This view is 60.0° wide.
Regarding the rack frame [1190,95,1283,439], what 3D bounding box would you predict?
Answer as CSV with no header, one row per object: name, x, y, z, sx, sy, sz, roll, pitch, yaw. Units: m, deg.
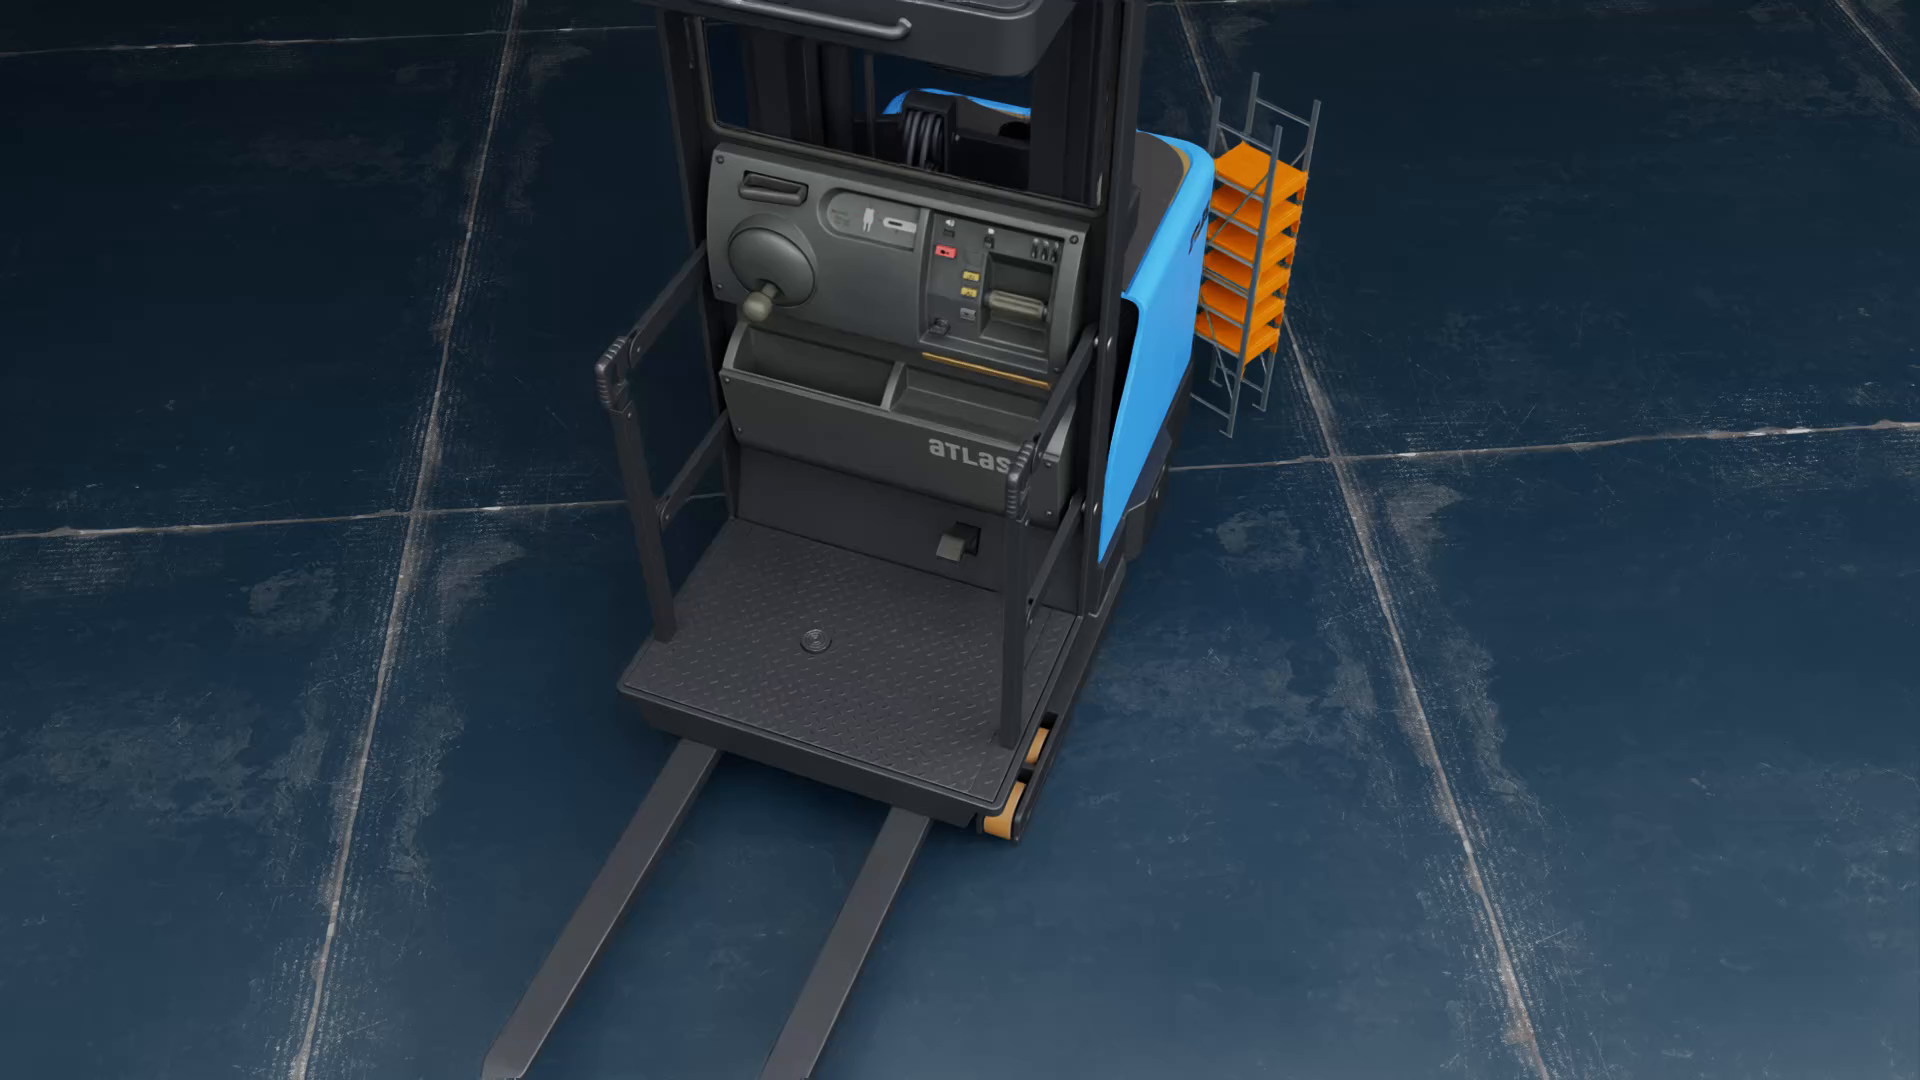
rack frame,0.824,-0.814,5.194,0.240,1.200,0.006,35,56,29

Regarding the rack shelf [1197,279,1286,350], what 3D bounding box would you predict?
rack shelf,0.888,-0.748,5.358,0.258,0.103,0.180,35,56,29

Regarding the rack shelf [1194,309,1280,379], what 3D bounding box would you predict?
rack shelf,0.887,-0.666,5.445,0.258,0.103,0.180,35,56,29

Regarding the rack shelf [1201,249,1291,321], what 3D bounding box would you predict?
rack shelf,0.888,-0.831,5.271,0.258,0.103,0.180,35,56,29

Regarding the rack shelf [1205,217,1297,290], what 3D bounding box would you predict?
rack shelf,0.888,-0.914,5.184,0.258,0.103,0.180,35,56,29

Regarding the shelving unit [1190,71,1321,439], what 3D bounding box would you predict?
shelving unit,0.888,-0.861,5.239,0.258,1.200,0.189,35,56,29

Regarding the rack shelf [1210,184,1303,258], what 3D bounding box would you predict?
rack shelf,0.888,-0.996,5.097,0.258,0.103,0.180,35,56,29

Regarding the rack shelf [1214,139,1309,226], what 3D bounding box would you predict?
rack shelf,0.888,-1.079,5.010,0.258,0.103,0.180,35,56,29

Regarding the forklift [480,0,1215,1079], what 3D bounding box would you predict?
forklift,-0.239,-0.553,3.755,1.130,2.935,3.031,16,49,14

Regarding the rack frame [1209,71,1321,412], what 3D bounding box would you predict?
rack frame,0.952,-0.909,5.284,0.240,1.200,0.006,35,56,29
